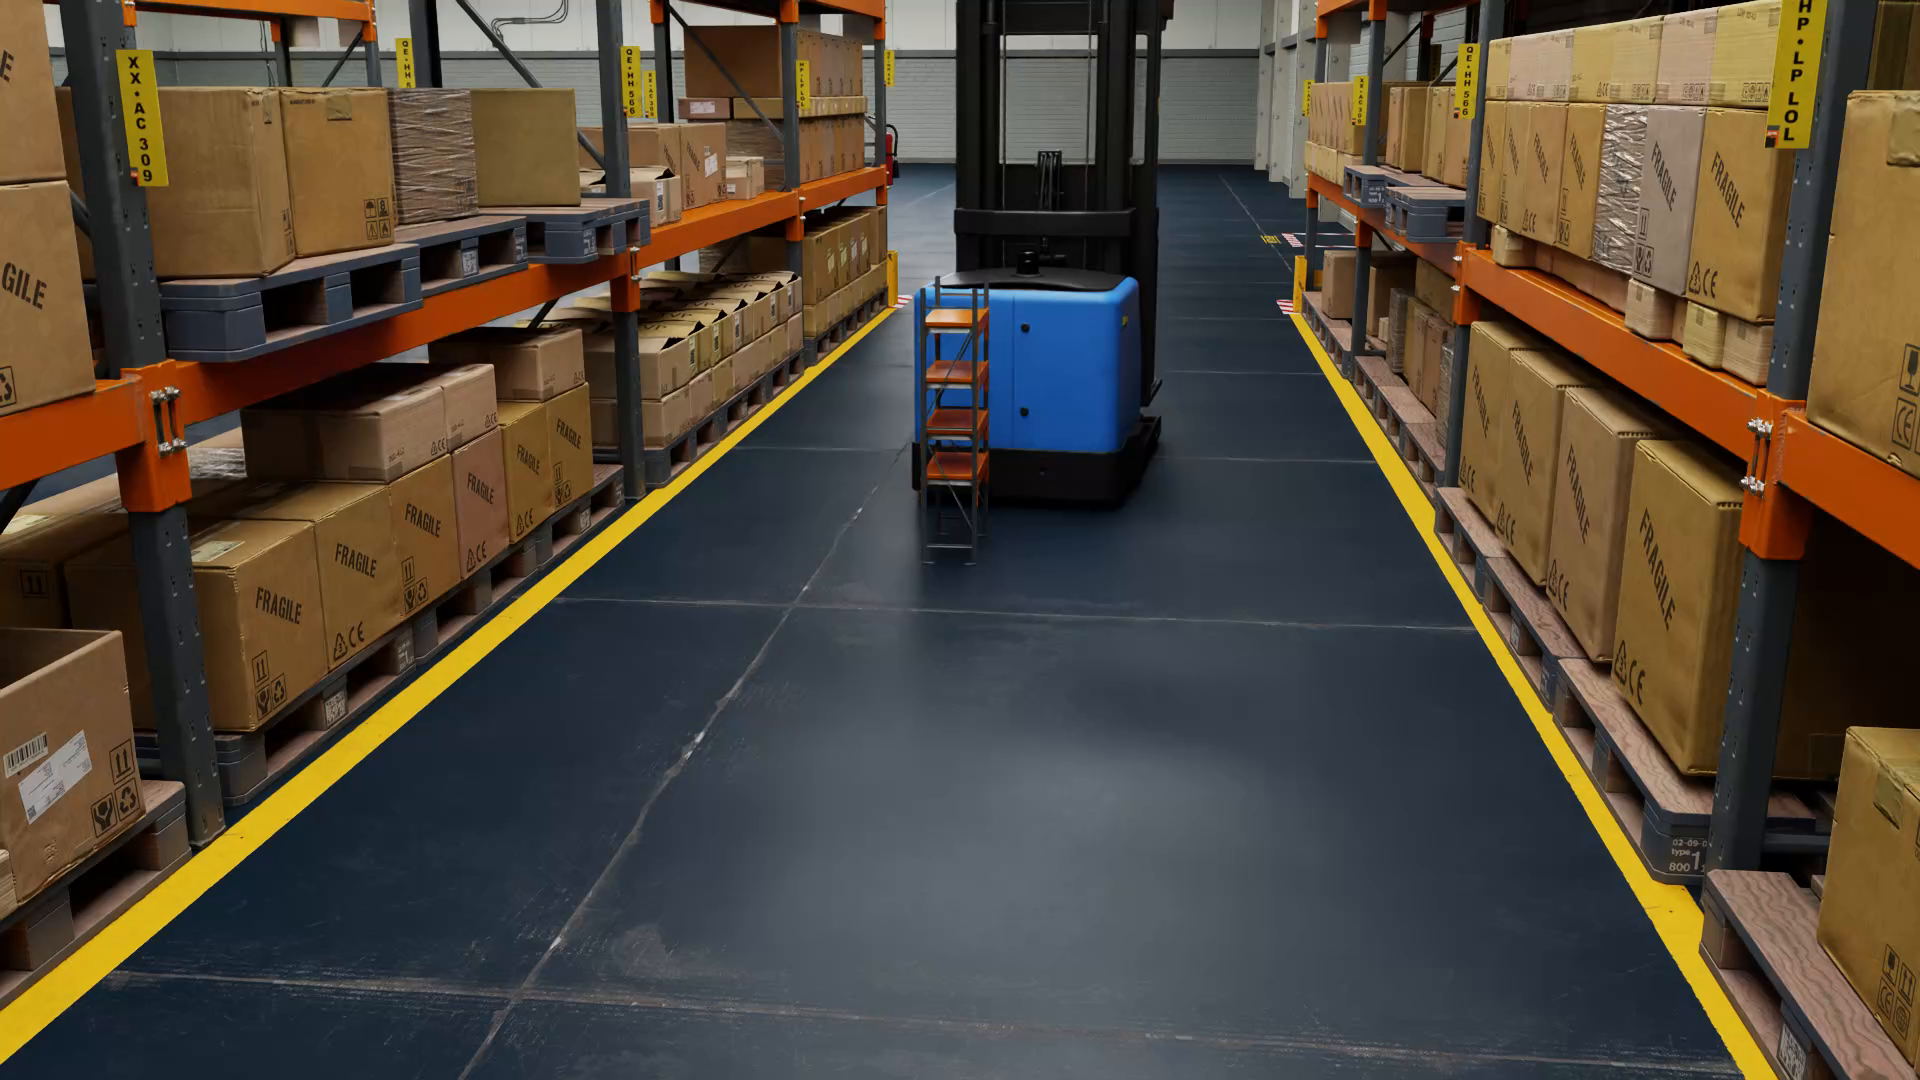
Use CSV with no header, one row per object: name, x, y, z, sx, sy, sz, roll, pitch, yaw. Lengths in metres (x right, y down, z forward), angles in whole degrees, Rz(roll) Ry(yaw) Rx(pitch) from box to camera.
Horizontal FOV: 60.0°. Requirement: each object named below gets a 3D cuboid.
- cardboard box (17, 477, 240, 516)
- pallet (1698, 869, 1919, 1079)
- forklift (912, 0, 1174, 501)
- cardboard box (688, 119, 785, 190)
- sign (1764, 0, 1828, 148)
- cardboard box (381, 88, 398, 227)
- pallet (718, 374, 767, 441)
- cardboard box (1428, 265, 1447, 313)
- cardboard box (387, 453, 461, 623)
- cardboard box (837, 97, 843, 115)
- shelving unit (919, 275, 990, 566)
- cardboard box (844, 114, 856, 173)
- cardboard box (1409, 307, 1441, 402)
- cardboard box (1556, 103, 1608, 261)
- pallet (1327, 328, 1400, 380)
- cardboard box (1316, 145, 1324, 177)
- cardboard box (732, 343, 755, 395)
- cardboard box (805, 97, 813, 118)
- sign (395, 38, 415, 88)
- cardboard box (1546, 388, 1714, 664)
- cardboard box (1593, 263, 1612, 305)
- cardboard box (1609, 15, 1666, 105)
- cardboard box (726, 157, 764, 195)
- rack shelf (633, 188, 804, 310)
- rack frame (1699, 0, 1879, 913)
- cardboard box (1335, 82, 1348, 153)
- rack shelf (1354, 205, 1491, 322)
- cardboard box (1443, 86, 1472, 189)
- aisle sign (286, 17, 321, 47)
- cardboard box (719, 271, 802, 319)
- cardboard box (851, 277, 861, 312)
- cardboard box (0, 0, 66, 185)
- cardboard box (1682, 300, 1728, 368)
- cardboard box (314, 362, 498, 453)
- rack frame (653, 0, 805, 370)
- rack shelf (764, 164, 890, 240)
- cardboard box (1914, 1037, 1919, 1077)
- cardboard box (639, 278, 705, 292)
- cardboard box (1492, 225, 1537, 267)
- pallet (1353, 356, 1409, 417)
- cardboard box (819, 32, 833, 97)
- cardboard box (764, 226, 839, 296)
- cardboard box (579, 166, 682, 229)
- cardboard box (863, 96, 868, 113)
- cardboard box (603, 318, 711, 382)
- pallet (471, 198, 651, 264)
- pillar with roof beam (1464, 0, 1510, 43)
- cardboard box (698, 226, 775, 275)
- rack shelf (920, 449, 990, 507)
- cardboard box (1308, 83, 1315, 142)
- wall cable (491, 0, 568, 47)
cardboard box,-2.720,0.097,5.502,0.500,0.500,0.500,2,15,6
pallet,2.204,1.053,3.363,1.003,0.211,1.213,2,15,6
forklift,0.571,-1.944,9.237,1.130,2.935,3.031,3,15,12
cardboard box,-1.608,-2.871,12.342,0.700,0.500,0.500,1,15,5
sign,1.827,-1.022,3.629,0.100,0.325,0.005,2,15,6
cardboard box,-2.417,-1.344,5.889,0.700,0.500,0.500,-2,15,-8
pallet,-1.832,-0.852,10.408,1.003,0.211,1.213,2,15,6
cardboard box,3.103,-1.490,9.934,0.500,0.250,0.500,1,15,5
cardboard box,-2.145,-0.025,5.953,0.500,0.500,0.500,2,15,7
cardboard box,-1.199,-3.666,14.038,0.380,0.149,0.250,2,15,8
shelving unit,-0.019,-0.536,7.347,0.258,1.200,0.503,2,15,6
cardboard box,-1.321,-3.536,14.802,0.700,0.500,0.500,2,15,8
cardboard box,3.098,-1.110,9.968,0.700,0.500,0.500,2,15,7
cardboard box,2.334,-1.209,5.586,0.500,0.500,0.500,2,15,8
pallet,3.311,-1.392,12.405,1.003,0.211,1.213,2,15,6
cardboard box,3.243,-3.153,13.825,0.500,0.250,0.500,1,15,5
cardboard box,-1.586,-1.071,10.340,0.500,0.250,0.500,2,15,7
cardboard box,-1.345,-3.333,12.808,0.380,0.149,0.250,2,15,6
sign,-2.655,-2.245,7.998,0.100,0.325,0.005,2,15,6
cardboard box,2.409,-0.056,5.436,0.750,0.750,0.750,2,15,8
cardboard box,2.353,-0.869,5.572,0.380,0.149,0.250,2,15,8
cardboard box,2.291,-1.445,5.022,0.500,0.250,0.500,2,15,7
cardboard box,-1.664,-2.506,11.471,0.500,0.250,0.500,3,15,10
rack shelf,-1.878,-1.842,10.104,1.077,0.370,4.000,2,15,6
rack frame,2.368,-0.488,3.720,1.000,3.000,0.127,2,15,6
cardboard box,3.067,-3.123,12.278,0.500,0.500,0.500,2,15,6
rack shelf,3.045,-1.697,9.568,1.077,0.370,4.000,2,15,6
cardboard box,2.898,-2.054,8.477,0.700,0.500,0.500,0,15,1
aisle sign,-6.405,-5.174,16.070,0.394,0.787,0.004,2,15,6
cardboard box,-1.413,-1.740,11.740,0.500,0.311,0.500,2,15,6
cardboard box,-1.125,-2.083,14.083,0.500,0.250,0.500,2,15,6
cardboard box,-2.355,-1.025,3.599,0.500,0.500,0.500,2,15,7
cardboard box,2.130,-0.538,4.349,0.380,0.149,0.250,2,15,7
cardboard box,-2.089,-0.508,6.304,0.500,0.250,0.500,1,15,5
rack frame,-1.652,-2.708,11.929,1.000,3.000,0.127,2,15,6
rack shelf,-1.426,-2.879,13.941,1.077,0.370,4.000,2,15,6
cardboard box,2.121,0.837,2.803,0.700,0.500,0.500,2,15,6
cardboard box,-2.008,-1.624,11.311,0.500,0.311,0.500,2,15,6
cardboard box,2.401,-1.204,6.809,0.380,0.149,0.250,2,15,8
pallet,3.184,-1.015,11.010,1.003,0.211,1.213,2,15,6
cardboard box,-1.438,-3.888,13.617,0.700,0.500,0.500,2,15,6
cardboard box,-1.240,-2.186,13.026,0.500,0.500,0.500,2,15,6
cardboard box,-1.810,-1.853,8.941,0.500,0.311,0.500,2,15,6
cardboard box,-1.054,-4.002,15.281,0.380,0.149,0.250,1,15,5
cardboard box,-1.702,-1.080,9.298,0.500,0.311,0.500,1,15,5
pallet,-2.110,-1.400,7.459,1.213,0.211,1.003,2,15,6
pillar with roof beam,0.225,-6.416,14.150,9.100,9.000,0.400,2,15,6
cardboard box,-1.749,-2.201,13.082,0.500,0.500,0.500,2,15,6
rack shelf,-0.019,-0.280,7.416,0.258,0.148,0.480,2,15,6
cardboard box,3.369,-3.784,14.723,0.500,0.500,0.500,2,15,6
wall cable,-12.334,-17.081,47.075,2.305,6.003,0.169,2,15,6
